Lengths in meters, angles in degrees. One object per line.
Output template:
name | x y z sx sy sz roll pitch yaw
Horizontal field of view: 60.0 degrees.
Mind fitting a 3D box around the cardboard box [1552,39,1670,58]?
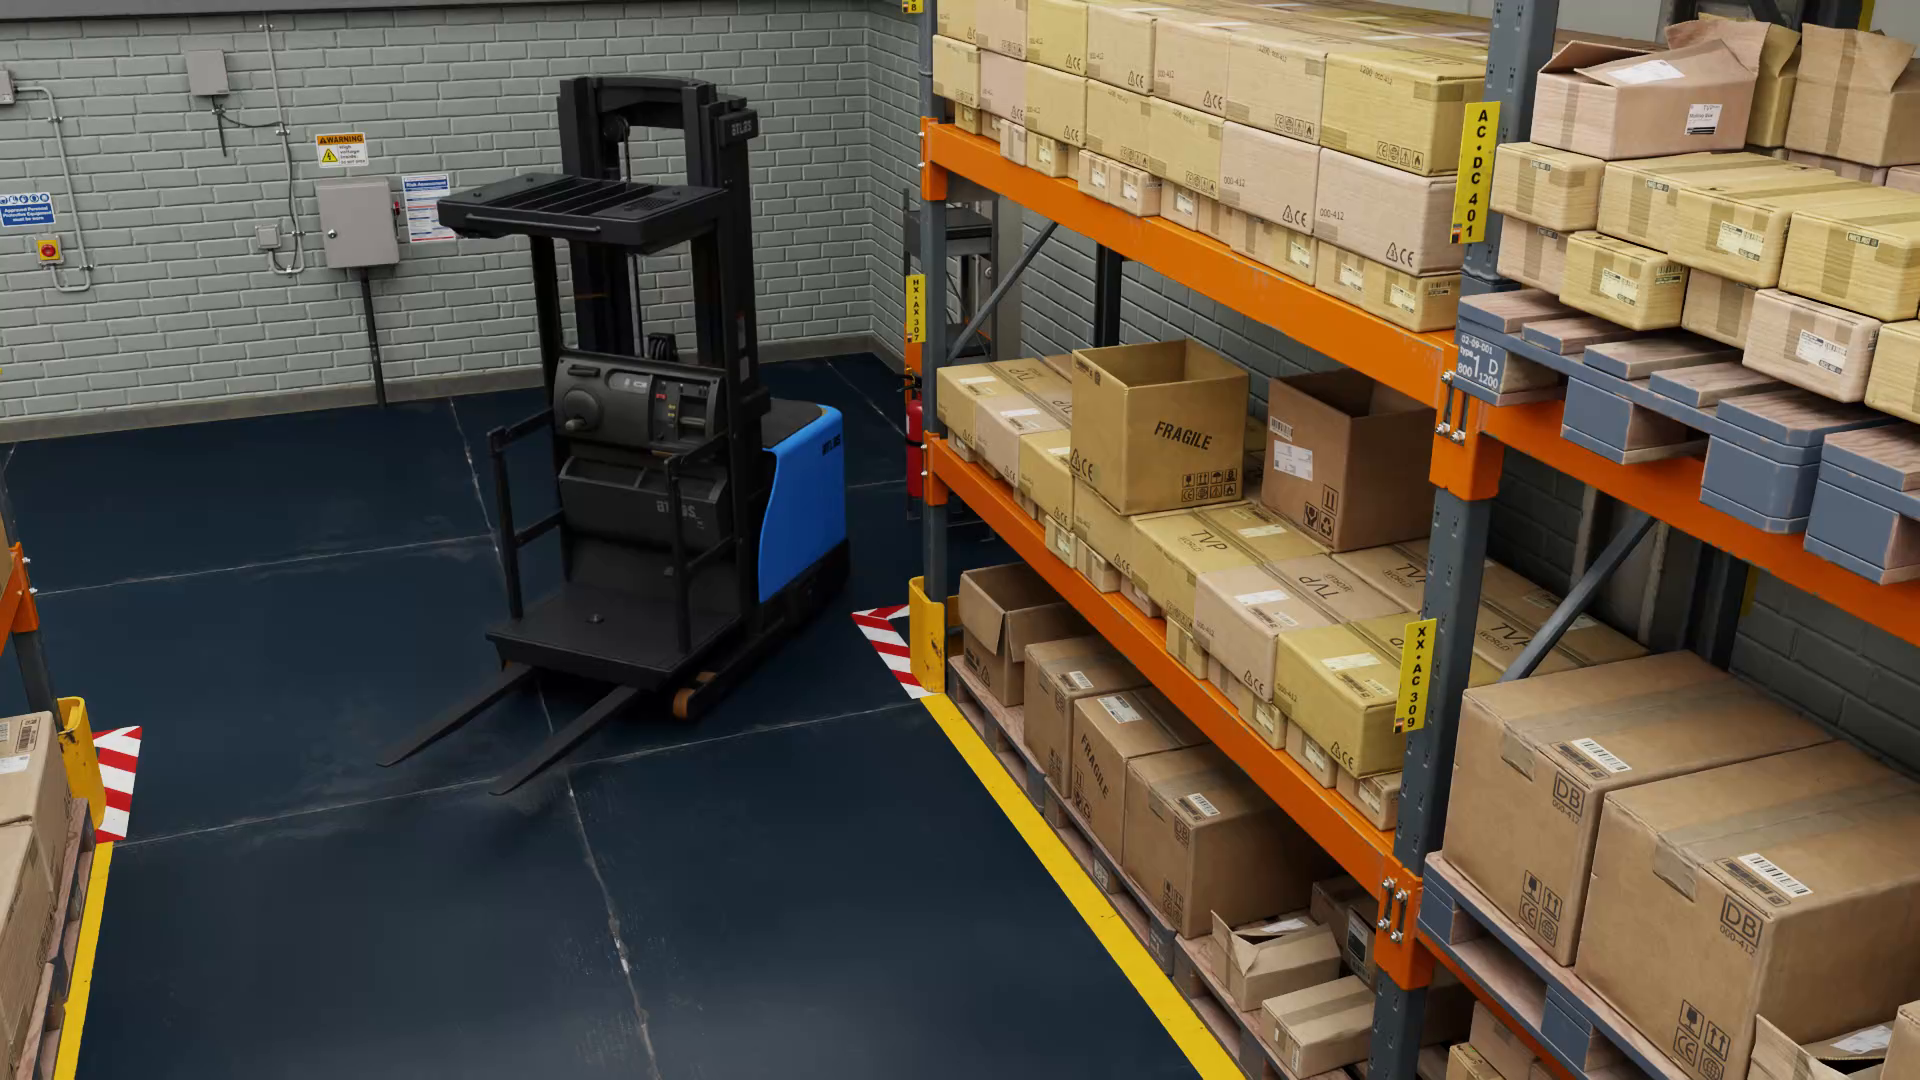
cardboard box | 1.806 -1.215 4.576 0.500 0.250 0.500 -9 24 -20

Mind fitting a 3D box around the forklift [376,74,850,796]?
forklift | -1.679 -0.649 8.015 1.130 2.935 3.031 9 25 21

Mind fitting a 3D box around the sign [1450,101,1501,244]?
sign | 1.210 -0.859 3.899 0.100 0.325 0.005 -8 24 -19

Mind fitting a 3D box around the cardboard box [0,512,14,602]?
cardboard box | -3.922 0.006 6.245 0.500 0.500 0.500 -8 24 -19

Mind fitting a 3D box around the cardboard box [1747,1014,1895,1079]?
cardboard box | 1.847 1.110 3.387 0.396 0.266 0.258 -7 24 -16

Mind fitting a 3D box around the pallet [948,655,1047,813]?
pallet | 0.612 0.833 8.002 1.003 0.211 1.213 -8 24 -19

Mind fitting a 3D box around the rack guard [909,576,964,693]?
rack guard | 0.329 0.410 8.633 1.175 0.500 0.348 -8 24 -19

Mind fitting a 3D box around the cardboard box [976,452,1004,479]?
cardboard box | 0.295 -0.410 7.685 0.380 0.149 0.250 -8 24 -18

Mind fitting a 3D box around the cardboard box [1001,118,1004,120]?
cardboard box | 0.389 -1.701 6.885 0.380 0.149 0.250 -8 24 -19

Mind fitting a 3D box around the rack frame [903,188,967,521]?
rack frame | -0.145 -1.116 10.195 0.400 2.100 0.015 -8 24 -19

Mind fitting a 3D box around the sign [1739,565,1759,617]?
sign | 2.233 0.073 4.724 0.100 0.325 0.005 -8 24 -19

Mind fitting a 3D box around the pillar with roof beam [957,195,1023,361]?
pillar with roof beam | -3.835 -4.046 8.264 9.100 9.000 0.400 -8 24 -19

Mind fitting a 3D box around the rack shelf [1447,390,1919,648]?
rack shelf | 2.422 0.360 2.598 1.077 0.370 4.000 -8 24 -19

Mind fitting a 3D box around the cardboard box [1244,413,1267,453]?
cardboard box | 1.065 -0.338 7.001 0.500 0.250 0.500 -8 24 -17

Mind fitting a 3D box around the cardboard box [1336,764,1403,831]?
cardboard box | 1.366 0.719 5.006 0.380 0.149 0.250 -8 24 -18

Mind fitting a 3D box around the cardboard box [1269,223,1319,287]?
cardboard box | 1.142 -0.861 4.891 0.380 0.149 0.250 -8 24 -17

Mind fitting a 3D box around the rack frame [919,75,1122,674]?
rack frame | 0.302 -0.769 8.213 1.000 3.000 0.127 -8 24 -19

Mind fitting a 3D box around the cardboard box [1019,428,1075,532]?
cardboard box | 0.571 -0.269 6.835 0.500 0.250 0.500 -9 24 -20

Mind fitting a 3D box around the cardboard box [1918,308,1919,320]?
cardboard box | 1.882 -0.430 2.818 0.380 0.149 0.250 -8 24 -18

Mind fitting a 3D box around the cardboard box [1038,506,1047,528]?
cardboard box | 0.551 -0.124 7.005 0.380 0.149 0.250 -8 24 -18

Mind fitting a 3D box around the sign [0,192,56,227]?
sign | -6.421 -2.273 11.432 0.327 0.218 0.001 -8 24 -19

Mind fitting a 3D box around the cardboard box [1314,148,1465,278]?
cardboard box | 1.310 -0.907 4.488 0.500 0.250 0.500 -8 24 -19

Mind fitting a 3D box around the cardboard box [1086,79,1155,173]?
cardboard box | 0.776 -1.466 5.815 0.500 0.250 0.500 -9 24 -20

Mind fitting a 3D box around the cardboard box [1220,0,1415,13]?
cardboard box | 1.247 -1.766 5.883 0.500 0.250 0.500 -8 24 -19

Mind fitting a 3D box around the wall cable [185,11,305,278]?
wall cable | -5.031 -2.799 11.722 0.588 1.984 0.122 -8 24 -19

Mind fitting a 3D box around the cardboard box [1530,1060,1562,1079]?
cardboard box | 1.730 1.461 4.381 0.380 0.149 0.250 -10 25 -22

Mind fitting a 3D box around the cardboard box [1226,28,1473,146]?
cardboard box | 1.124 -1.330 4.848 0.500 0.250 0.500 -9 24 -20

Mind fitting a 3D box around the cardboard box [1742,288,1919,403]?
cardboard box | 1.698 -0.378 3.076 0.380 0.149 0.250 -8 24 -18

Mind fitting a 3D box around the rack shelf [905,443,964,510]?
rack shelf | -0.058 -0.370 10.262 0.431 0.518 0.480 -8 24 -19

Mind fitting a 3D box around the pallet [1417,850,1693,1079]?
pallet | 1.895 1.078 4.078 1.003 0.211 1.213 -8 24 -19

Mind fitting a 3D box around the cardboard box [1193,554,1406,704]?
cardboard box | 1.116 0.285 5.523 0.500 0.250 0.500 -8 24 -19

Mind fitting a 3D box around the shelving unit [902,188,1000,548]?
shelving unit | -0.059 -1.028 9.985 0.431 2.100 0.503 -8 24 -19

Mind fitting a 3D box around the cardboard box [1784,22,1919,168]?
cardboard box | 2.012 -0.957 3.533 0.396 0.266 0.258 -8 24 -19

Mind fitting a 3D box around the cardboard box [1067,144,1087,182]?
cardboard box | 0.625 -1.421 6.220 0.380 0.149 0.250 -9 24 -20

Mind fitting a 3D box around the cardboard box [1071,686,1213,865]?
cardboard box | 0.788 0.946 6.821 0.500 0.500 0.500 -8 24 -18

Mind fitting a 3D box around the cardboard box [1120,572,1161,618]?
cardboard box | 0.838 0.156 6.342 0.380 0.149 0.250 -8 24 -19

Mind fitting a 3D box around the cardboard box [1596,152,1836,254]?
cardboard box | 1.571 -0.703 3.465 0.380 0.149 0.250 -8 24 -18

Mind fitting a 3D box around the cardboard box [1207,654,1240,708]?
cardboard box | 1.072 0.437 5.675 0.380 0.149 0.250 -8 24 -18

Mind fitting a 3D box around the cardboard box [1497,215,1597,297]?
cardboard box | 1.449 -0.659 3.743 0.380 0.149 0.250 -8 24 -18

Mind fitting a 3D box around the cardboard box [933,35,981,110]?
cardboard box | 0.203 -2.021 7.130 0.500 0.250 0.500 -9 24 -20

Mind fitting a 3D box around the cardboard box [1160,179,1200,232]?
cardboard box | 0.897 -1.142 5.560 0.380 0.149 0.250 -8 24 -18

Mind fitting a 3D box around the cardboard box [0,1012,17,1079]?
cardboard box | -3.365 1.786 4.910 0.875 0.438 0.875 -9 25 -21

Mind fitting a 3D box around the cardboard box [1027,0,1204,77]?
cardboard box | 0.576 -1.886 6.167 0.500 0.250 0.500 -9 24 -20

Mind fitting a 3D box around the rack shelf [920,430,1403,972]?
rack shelf | 1.009 0.289 6.629 1.077 0.370 4.000 -8 24 -19

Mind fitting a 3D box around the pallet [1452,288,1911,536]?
pallet | 1.880 -0.365 3.634 1.213 0.211 1.003 -8 24 -19

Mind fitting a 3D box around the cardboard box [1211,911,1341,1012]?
cardboard box | 1.118 1.459 5.907 0.396 0.266 0.258 -7 24 -17

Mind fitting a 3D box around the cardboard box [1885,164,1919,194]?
cardboard box | 2.139 -0.686 3.425 0.380 0.149 0.250 -9 24 -20

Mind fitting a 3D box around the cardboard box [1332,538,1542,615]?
cardboard box | 1.609 0.218 5.681 0.500 0.250 0.500 -9 24 -19

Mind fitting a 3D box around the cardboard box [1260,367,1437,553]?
cardboard box | 1.438 -0.307 5.961 0.500 0.500 0.500 -9 24 -20
